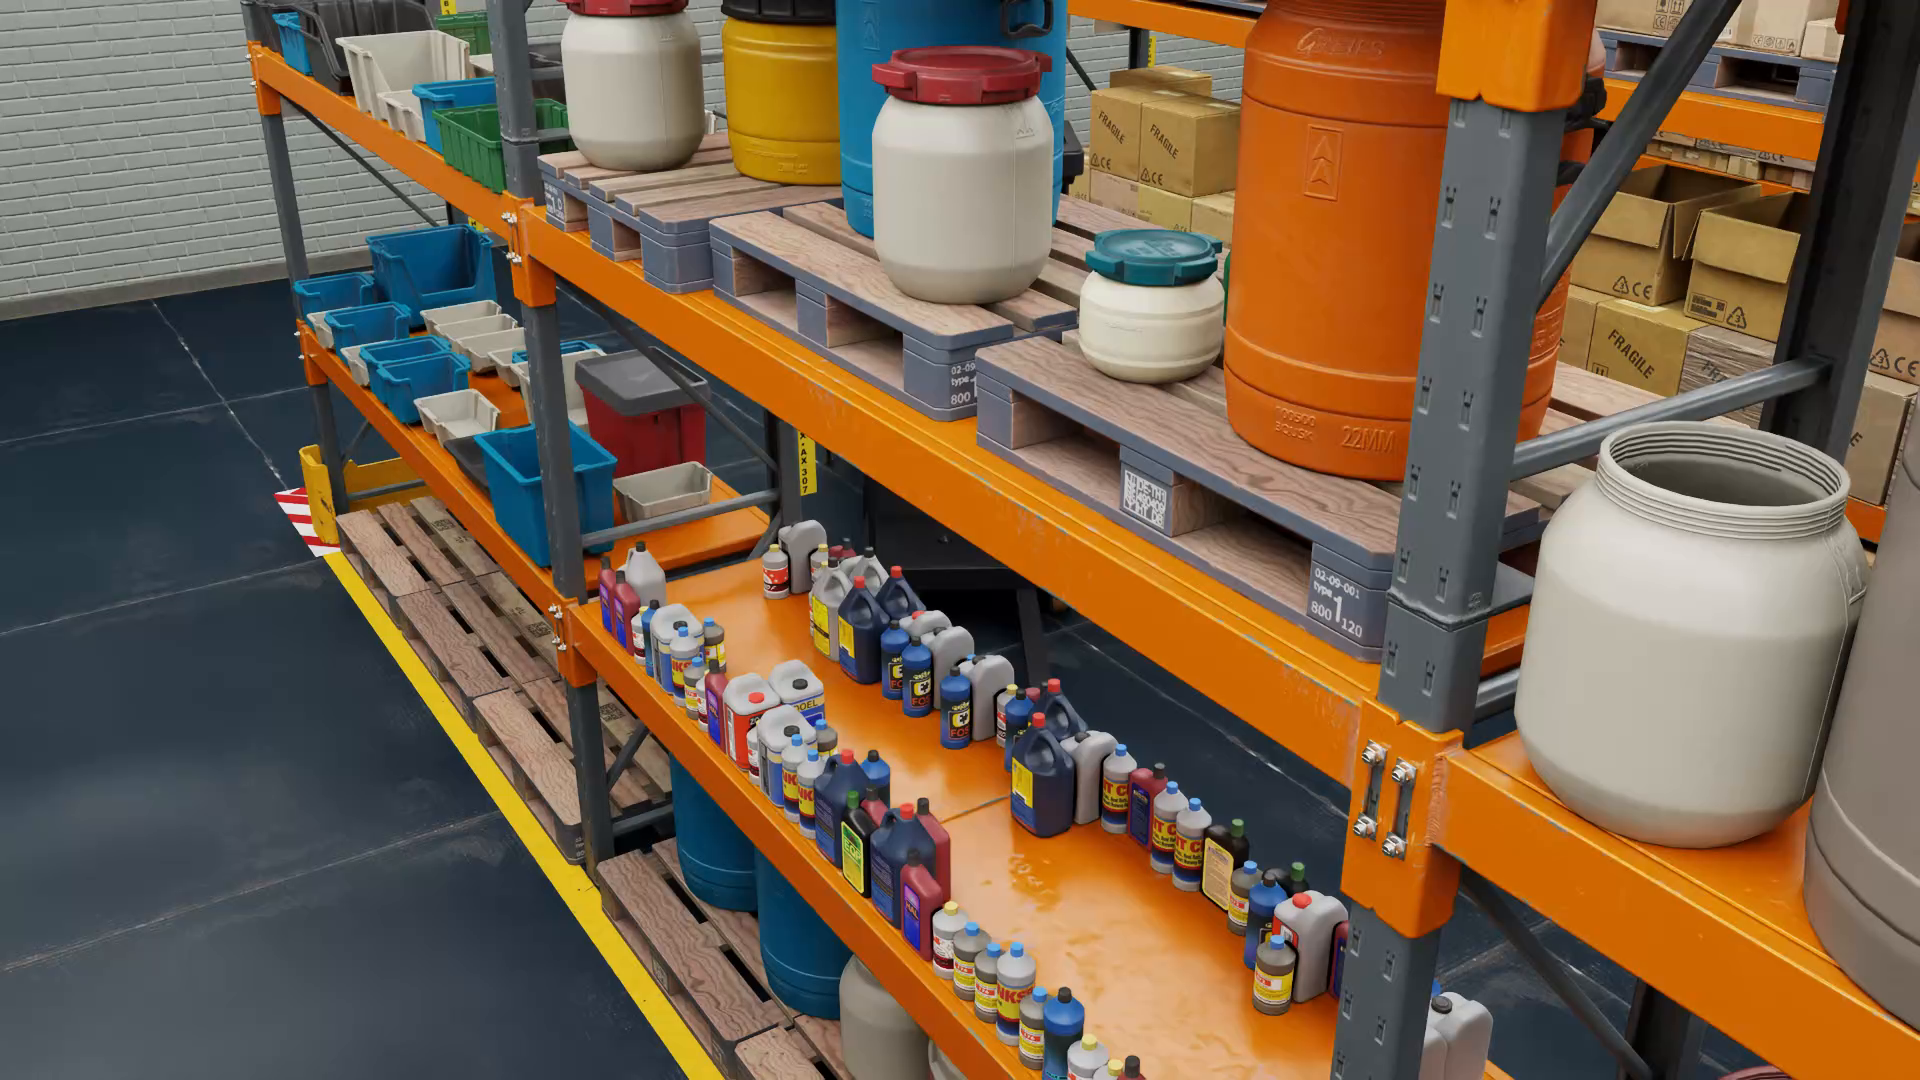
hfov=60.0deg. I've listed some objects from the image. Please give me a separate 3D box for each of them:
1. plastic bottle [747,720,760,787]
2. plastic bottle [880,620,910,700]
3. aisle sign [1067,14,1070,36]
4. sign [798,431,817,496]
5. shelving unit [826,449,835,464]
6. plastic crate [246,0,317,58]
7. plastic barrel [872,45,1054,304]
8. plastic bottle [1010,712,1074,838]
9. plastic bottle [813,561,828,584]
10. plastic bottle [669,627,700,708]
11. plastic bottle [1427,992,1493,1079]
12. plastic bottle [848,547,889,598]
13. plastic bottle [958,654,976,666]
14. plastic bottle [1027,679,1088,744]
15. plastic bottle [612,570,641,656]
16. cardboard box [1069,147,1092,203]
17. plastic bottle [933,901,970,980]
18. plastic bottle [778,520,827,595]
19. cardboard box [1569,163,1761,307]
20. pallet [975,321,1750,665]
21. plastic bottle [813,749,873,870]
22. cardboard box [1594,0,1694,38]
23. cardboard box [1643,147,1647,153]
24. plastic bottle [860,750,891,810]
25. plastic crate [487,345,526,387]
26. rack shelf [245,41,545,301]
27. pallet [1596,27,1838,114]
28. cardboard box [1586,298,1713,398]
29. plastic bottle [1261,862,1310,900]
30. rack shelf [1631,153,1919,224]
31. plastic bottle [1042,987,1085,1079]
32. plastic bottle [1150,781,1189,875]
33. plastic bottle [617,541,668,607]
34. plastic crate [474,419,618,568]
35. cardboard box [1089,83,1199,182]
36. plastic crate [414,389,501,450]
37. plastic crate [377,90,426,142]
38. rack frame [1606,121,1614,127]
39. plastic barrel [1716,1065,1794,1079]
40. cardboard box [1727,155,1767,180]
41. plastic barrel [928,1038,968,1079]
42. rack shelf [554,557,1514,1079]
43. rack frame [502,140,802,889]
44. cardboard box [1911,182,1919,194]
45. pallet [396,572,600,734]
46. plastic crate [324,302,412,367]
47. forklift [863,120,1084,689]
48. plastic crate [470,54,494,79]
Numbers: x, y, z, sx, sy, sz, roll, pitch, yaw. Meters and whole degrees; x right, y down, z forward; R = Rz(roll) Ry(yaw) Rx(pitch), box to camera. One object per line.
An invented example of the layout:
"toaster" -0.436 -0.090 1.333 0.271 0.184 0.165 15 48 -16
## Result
"plastic bottle" -0.603 0.646 5.101 0.097 0.201 0.097 0 25 0
"plastic bottle" -0.216 0.393 5.555 0.097 0.271 0.097 0 25 0
"aisle sign" 0.593 -3.794 11.228 0.394 0.787 0.004 -16 29 -30
"sign" -0.620 -0.330 6.612 0.100 0.325 0.005 -16 29 -30
"shelving unit" -0.550 -1.481 10.414 0.503 2.100 0.431 11 26 22
"plastic crate" -3.289 -2.603 8.390 0.497 0.269 0.590 -16 29 -30
"plastic barrel" 0.007 -0.854 3.880 0.433 0.535 0.433 0 25 0
"plastic bottle" 0.241 0.675 4.865 0.144 0.351 0.185 -16 29 -30
"plastic bottle" -0.488 0.175 6.099 0.097 0.201 0.097 0 25 0
"plastic bottle" -0.909 0.414 5.511 0.097 0.271 0.097 0 25 0
"plastic bottle" 1.136 1.179 3.884 0.152 0.276 0.135 -16 29 -30
"plastic bottle" -0.306 0.197 5.876 0.144 0.351 0.185 -16 29 -30
"plastic bottle" 0.038 0.472 5.469 0.097 0.201 0.097 0 25 0
"plastic bottle" 0.295 0.591 5.042 0.144 0.351 0.185 -16 29 -30
"plastic bottle" -1.167 0.253 5.836 0.061 0.283 0.133 -16 29 -30
"cardboard box" 0.920 -2.495 11.348 0.500 0.250 0.500 -16 30 -31
"plastic bottle" -0.023 1.026 4.296 0.097 0.201 0.097 0 25 0
"plastic bottle" -0.596 0.044 6.288 0.152 0.276 0.135 -16 29 -30
"cardboard box" 3.423 -1.504 8.130 0.797 0.503 0.637 -16 30 -31
"pallet" 0.766 -0.214 3.398 1.003 0.211 1.213 -16 29 -30
"plastic bottle" -0.327 0.741 4.725 0.144 0.351 0.185 -16 29 -30
"cardboard box" 3.393 -2.618 7.660 0.700 0.500 0.500 -15 29 -28
"cardboard box" 5.529 -3.226 13.363 0.380 0.149 0.250 -14 29 -27
"plastic bottle" -0.249 0.733 4.834 0.097 0.271 0.097 0 25 0
"plastic crate" -2.173 -0.864 8.306 0.298 0.136 0.250 -16 29 -30
"rack shelf" -2.174 -1.824 7.429 1.077 0.370 4.000 -16 29 -30
"pallet" 3.609 -2.185 7.576 0.805 0.209 1.217 -17 30 -32
"cardboard box" 3.384 -0.875 7.972 0.500 0.500 0.500 -15 29 -29
"plastic bottle" 0.848 0.952 4.357 0.061 0.283 0.133 -16 29 -30
"rack shelf" 6.187 -2.742 12.887 1.077 0.370 4.000 -16 29 -30
"plastic bottle" 0.243 1.168 3.912 0.097 0.271 0.097 0 25 0
"plastic bottle" 0.591 0.803 4.687 0.097 0.271 0.097 0 25 0
"plastic bottle" -1.140 0.161 5.954 0.144 0.351 0.185 -16 29 -30
"plastic crate" -1.623 -0.185 6.577 0.392 0.384 0.575 -16 29 -30
"cardboard box" 1.193 -2.655 10.809 0.500 0.500 0.500 -16 30 -31
"plastic crate" -2.285 -0.538 7.615 0.293 0.136 0.466 -16 29 -30
"plastic crate" -2.095 -1.681 6.592 0.293 0.136 0.466 -16 29 -30
"rack frame" 3.068 -1.232 8.846 1.000 3.000 0.127 -16 29 -30
"plastic barrel" 1.608 1.387 3.139 0.600 0.536 0.708 -16 29 -30
"cardboard box" 6.013 -2.828 12.521 0.380 0.149 0.250 -15 29 -29
"plastic barrel" 0.203 1.679 5.013 0.600 0.588 0.708 -16 29 -30
"rack shelf" 0.010 0.963 5.039 1.077 0.370 4.000 -16 29 -30
"rack frame" -1.082 -0.078 6.401 1.000 3.000 0.127 -16 29 -30
"cardboard box" 6.778 -2.639 11.360 0.500 0.500 0.500 -15 29 -29
"pallet" -2.186 0.493 8.459 1.003 0.211 1.213 -16 29 -30
"plastic crate" -3.048 -1.059 8.606 0.416 0.233 0.300 -16 29 -30
"forklift" 0.022 -1.058 8.559 1.130 2.935 3.031 -1 25 -2
"plastic crate" -1.930 -2.064 7.404 0.437 0.136 0.530 -16 29 -30
